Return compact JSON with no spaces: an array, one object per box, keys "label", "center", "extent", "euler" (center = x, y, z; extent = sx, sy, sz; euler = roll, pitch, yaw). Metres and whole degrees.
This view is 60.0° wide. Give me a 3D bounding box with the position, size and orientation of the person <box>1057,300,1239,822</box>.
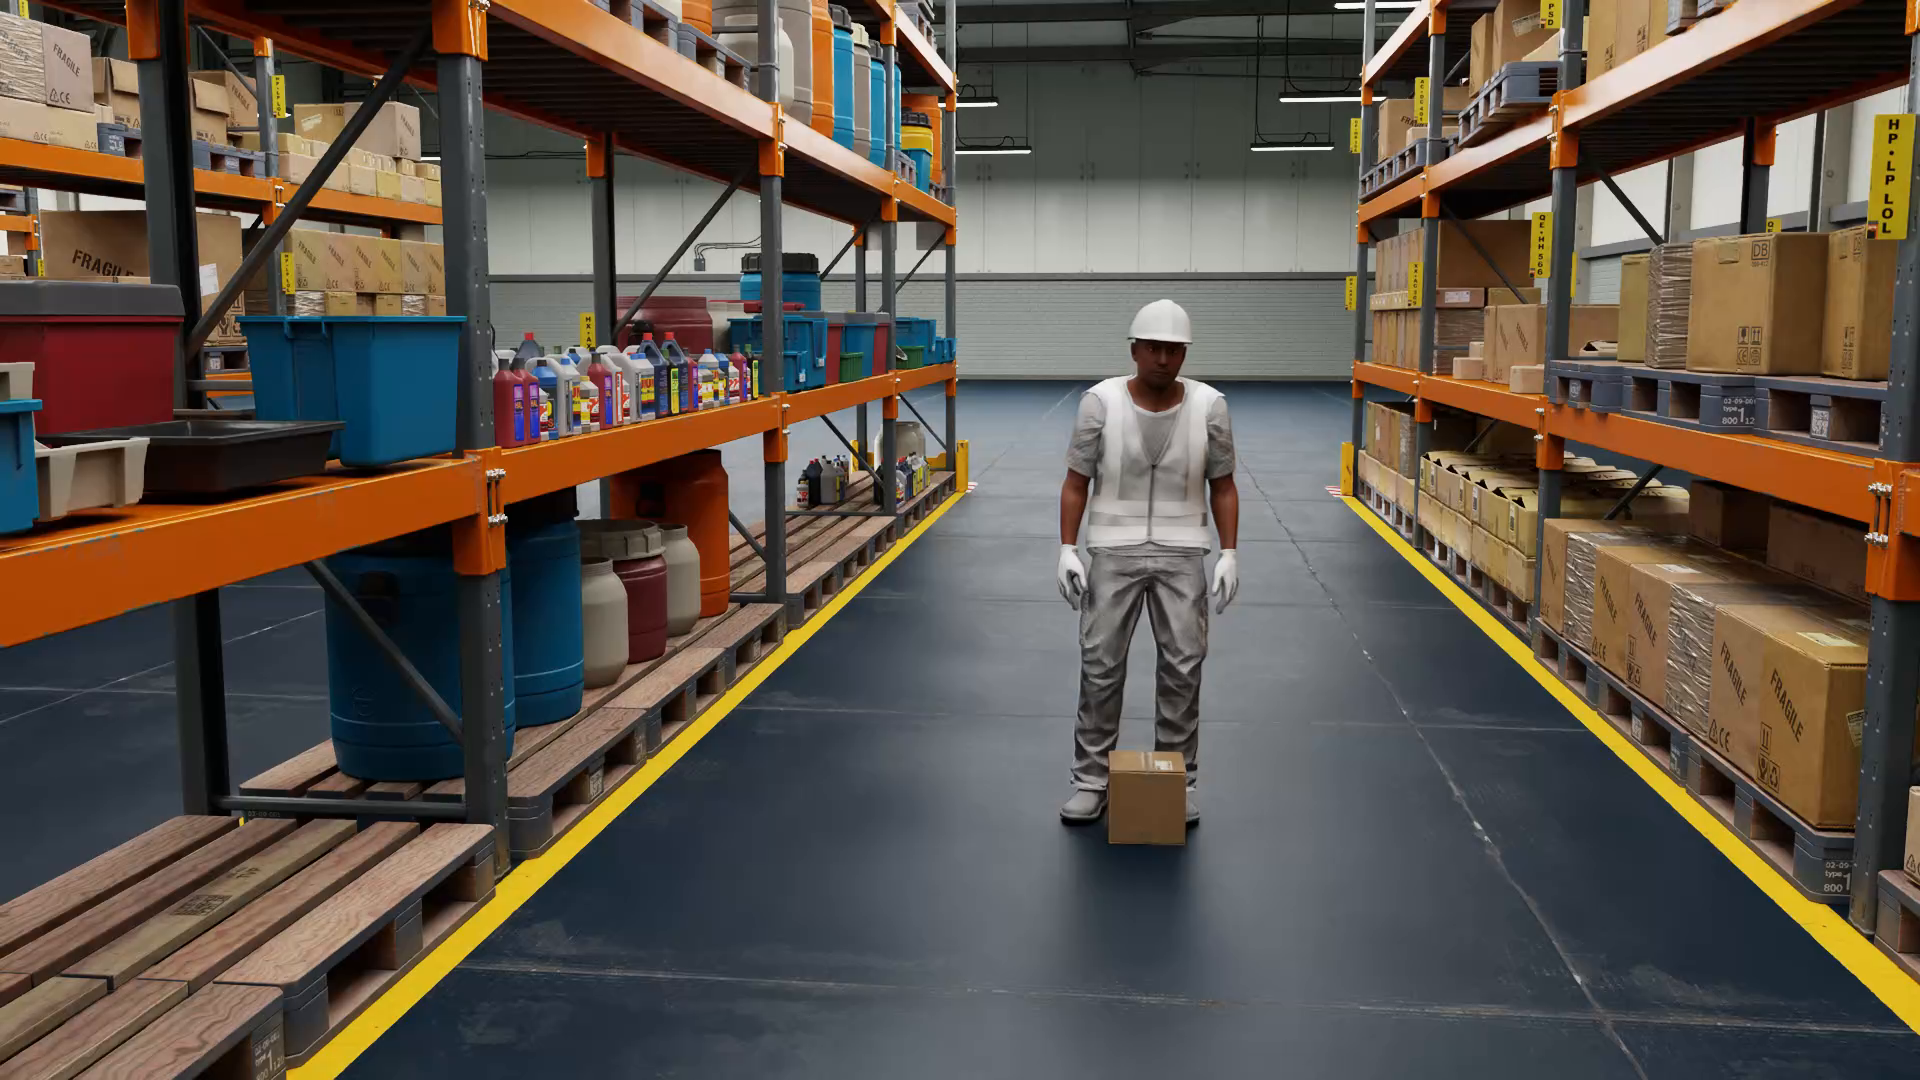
[{"label":"person","center":[0.642,0.075,5.679],"extent":[0.621,1.773,0.449],"euler":[0,8,3]}]
